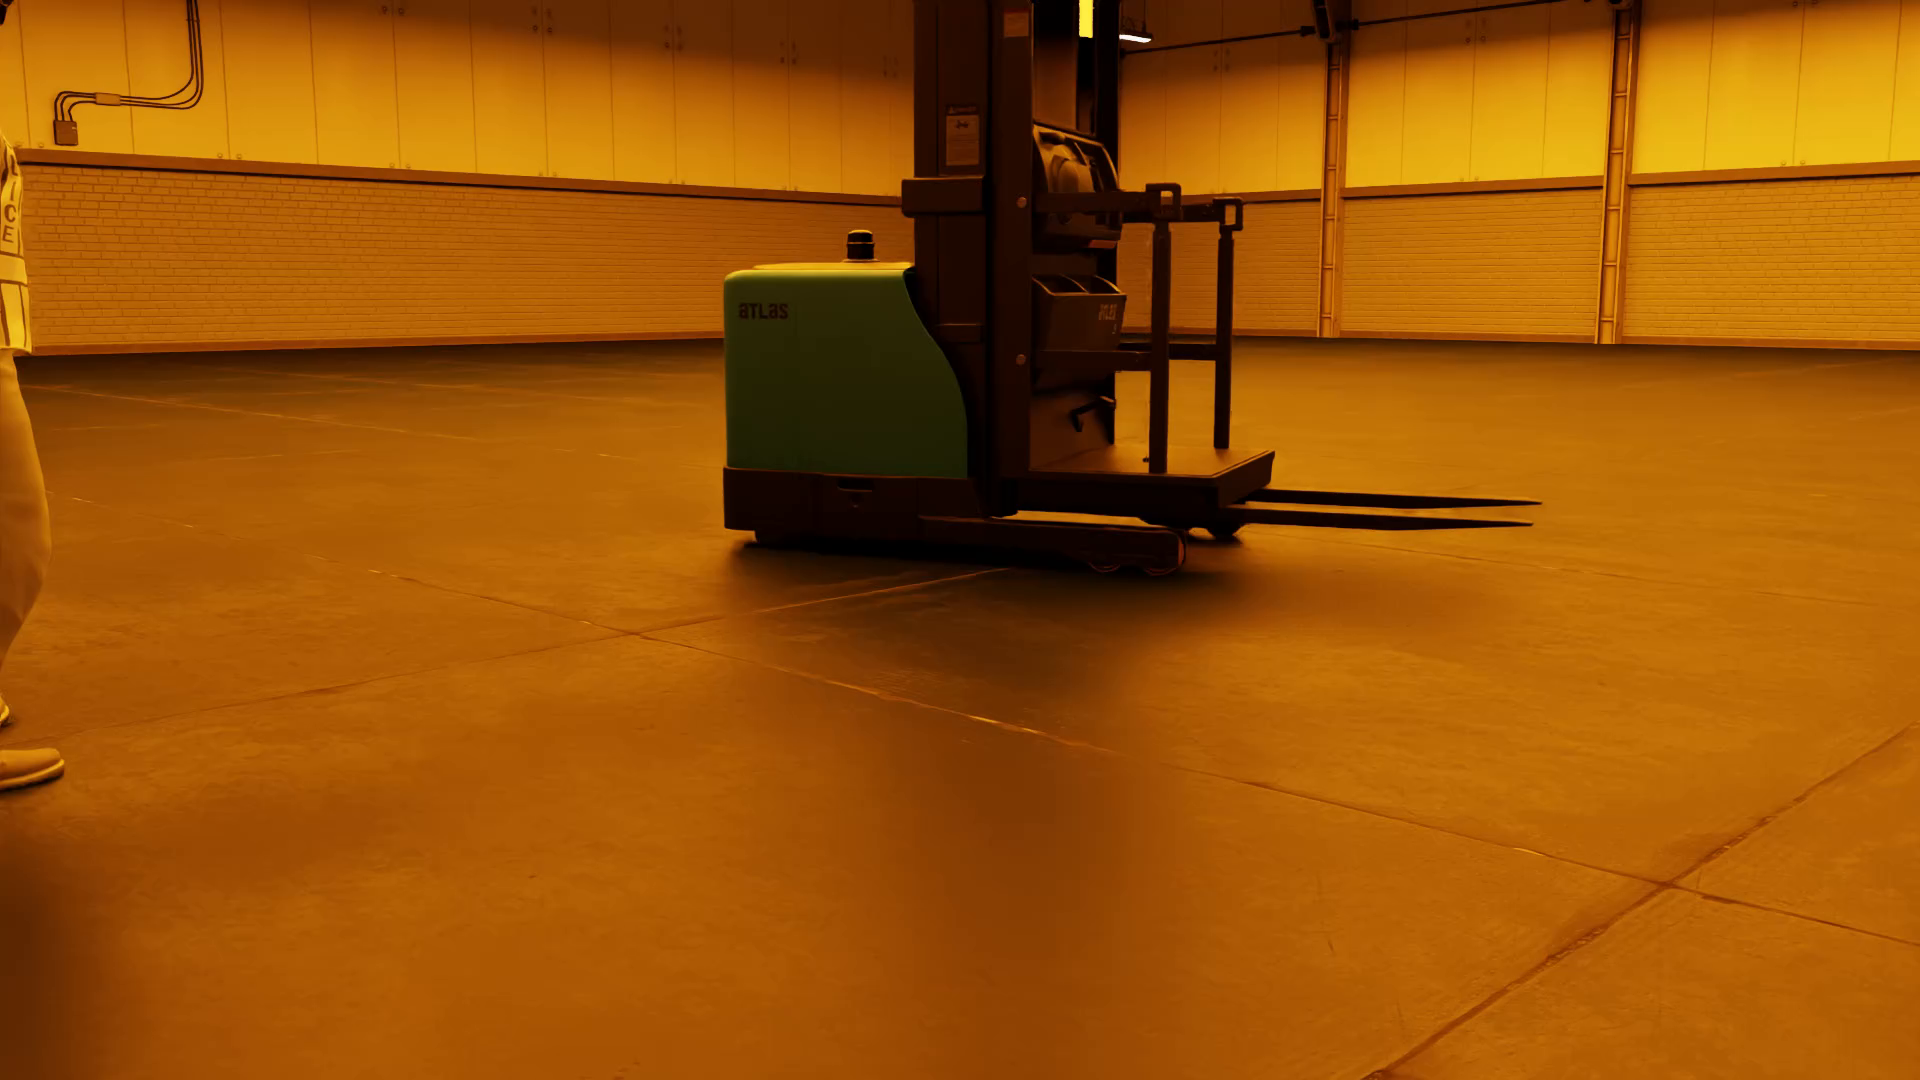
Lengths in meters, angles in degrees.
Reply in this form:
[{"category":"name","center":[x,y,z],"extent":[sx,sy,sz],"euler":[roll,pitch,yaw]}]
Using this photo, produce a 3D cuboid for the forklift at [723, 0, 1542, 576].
[{"category":"forklift","center":[0.635,-1.412,6.248],"extent":[3.031,2.935,1.130],"euler":[3,9,22]}]
